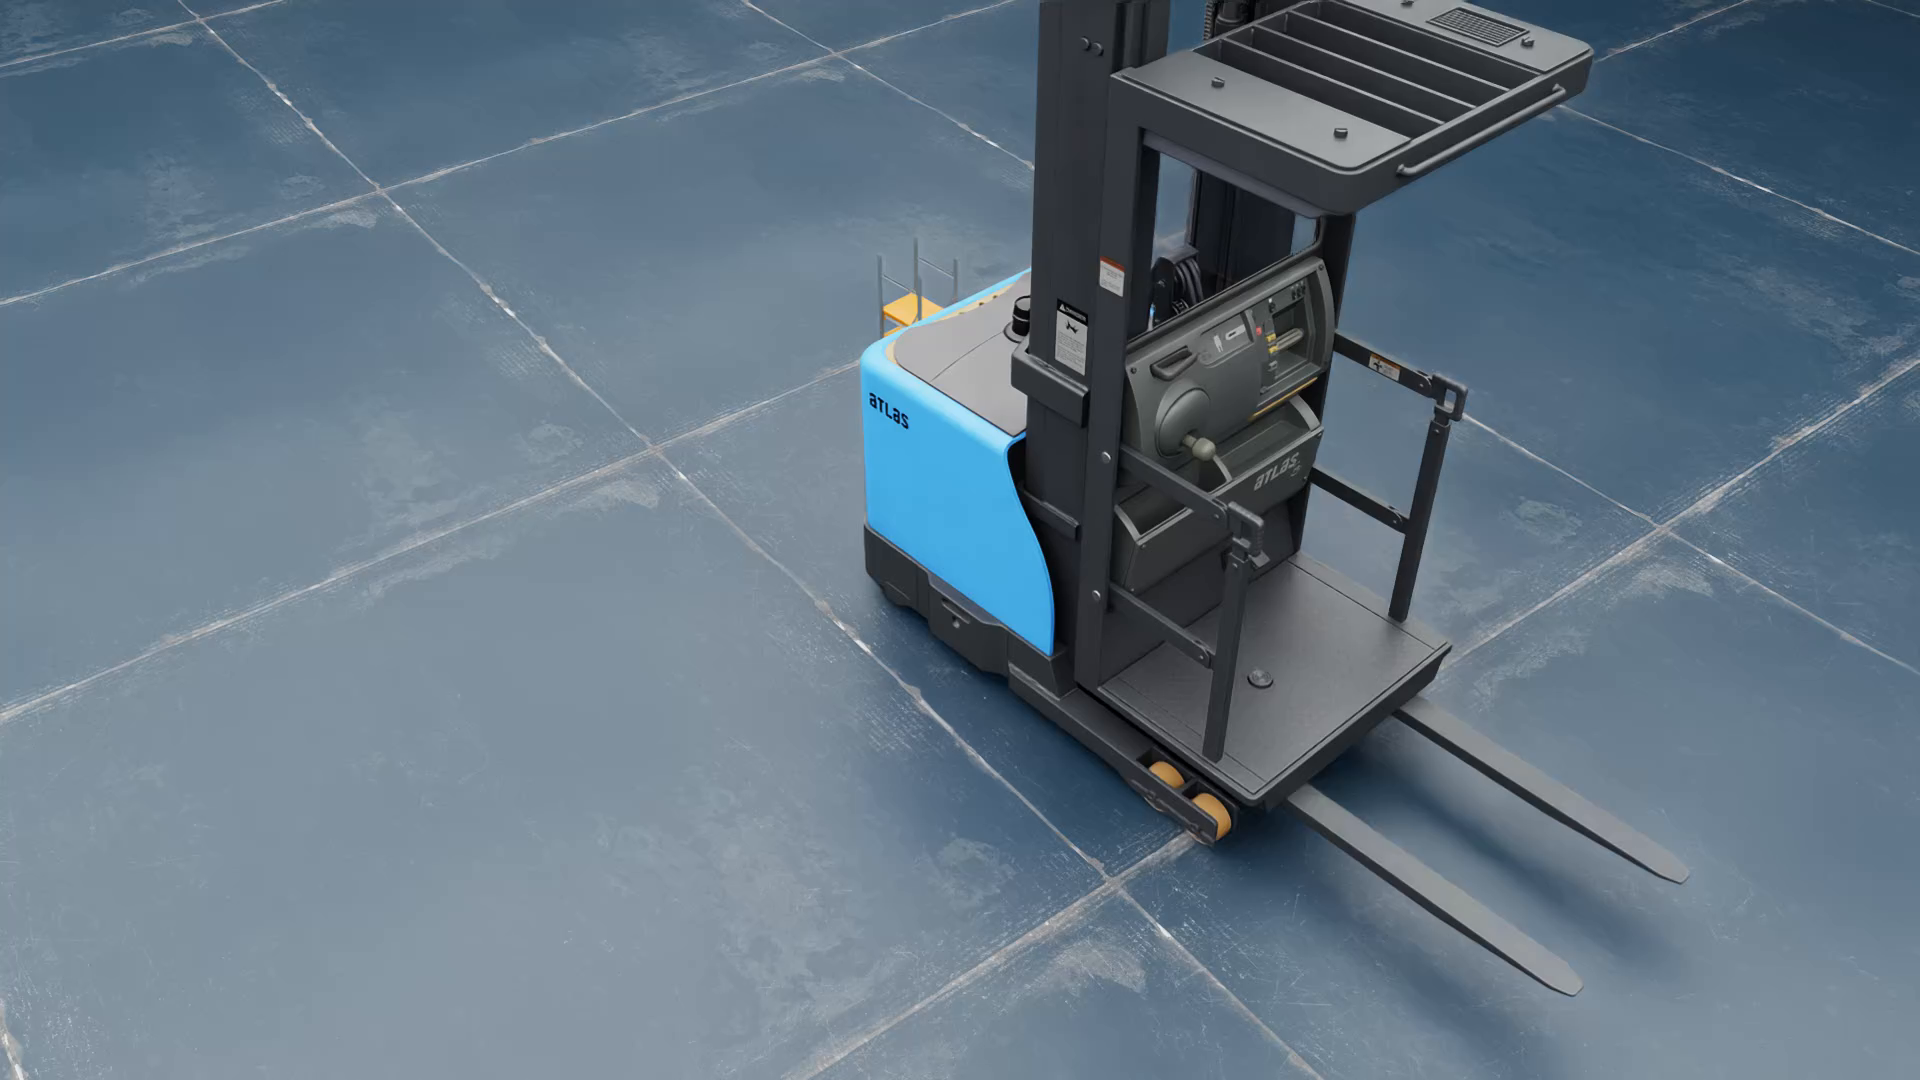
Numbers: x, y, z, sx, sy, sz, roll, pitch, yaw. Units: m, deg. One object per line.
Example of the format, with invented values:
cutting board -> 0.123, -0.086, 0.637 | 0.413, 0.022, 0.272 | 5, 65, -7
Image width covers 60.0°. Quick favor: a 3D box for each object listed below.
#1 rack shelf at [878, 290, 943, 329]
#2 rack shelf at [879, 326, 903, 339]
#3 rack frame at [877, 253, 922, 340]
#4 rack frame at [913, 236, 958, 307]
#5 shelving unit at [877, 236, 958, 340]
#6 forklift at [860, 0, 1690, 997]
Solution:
rack shelf -> -0.158, -0.827, 6.315 | 0.180, 0.103, 0.258 | -31, 49, -32
rack shelf -> -0.158, -0.735, 6.391 | 0.180, 0.103, 0.258 | -31, 49, -32
rack frame -> -0.224, -0.543, 6.466 | 0.006, 1.200, 0.240 | -31, 49, -32
rack frame -> -0.092, -0.624, 6.564 | 0.006, 1.200, 0.240 | -31, 49, -32
shelving unit -> -0.158, -0.583, 6.515 | 0.189, 1.200, 0.258 | -31, 49, -32
forklift -> 0.994, -0.495, 5.043 | 1.130, 2.935, 3.031 | -30, 48, -31
